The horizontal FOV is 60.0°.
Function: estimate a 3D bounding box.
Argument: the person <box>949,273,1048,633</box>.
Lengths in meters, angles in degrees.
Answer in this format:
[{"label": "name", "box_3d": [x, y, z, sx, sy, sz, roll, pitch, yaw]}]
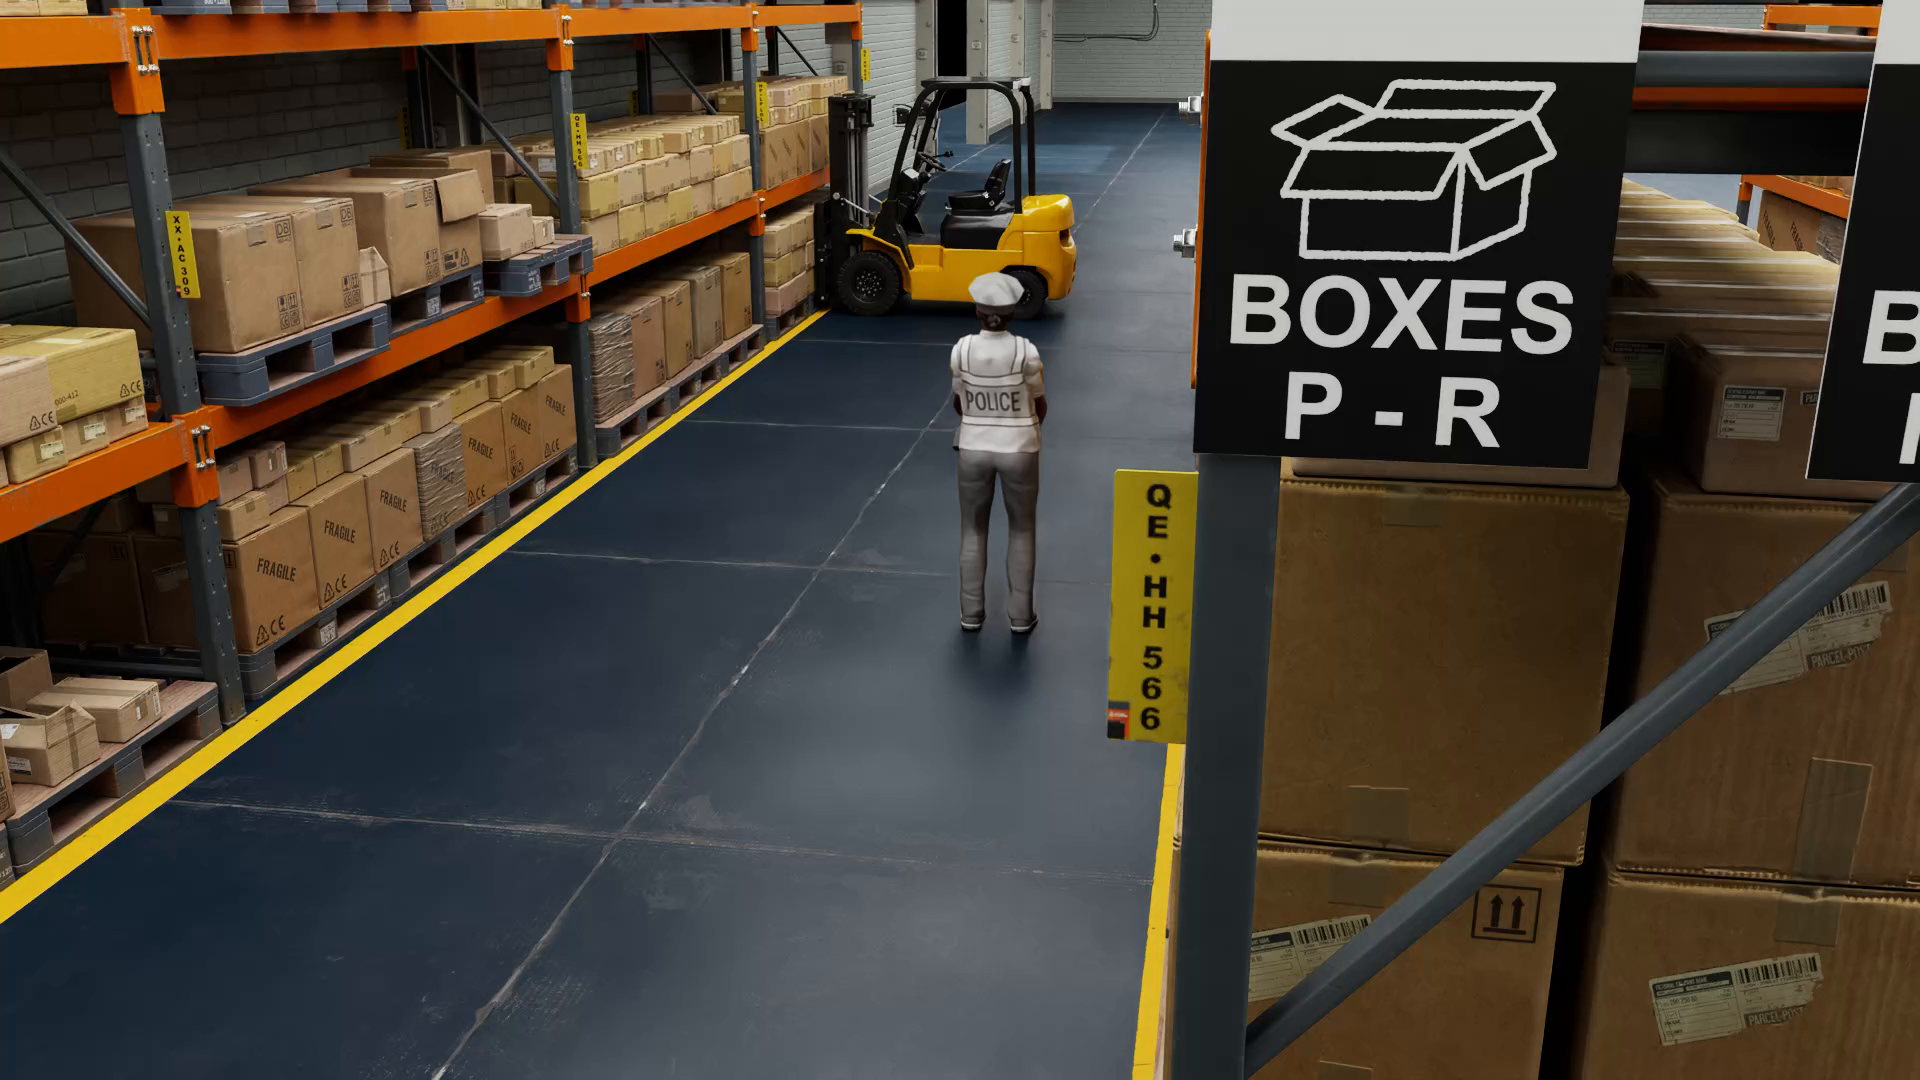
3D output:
[{"label": "person", "box_3d": [0.190, -0.413, 7.789, 0.451, 1.688, 0.533, 3, 18, 10]}]
